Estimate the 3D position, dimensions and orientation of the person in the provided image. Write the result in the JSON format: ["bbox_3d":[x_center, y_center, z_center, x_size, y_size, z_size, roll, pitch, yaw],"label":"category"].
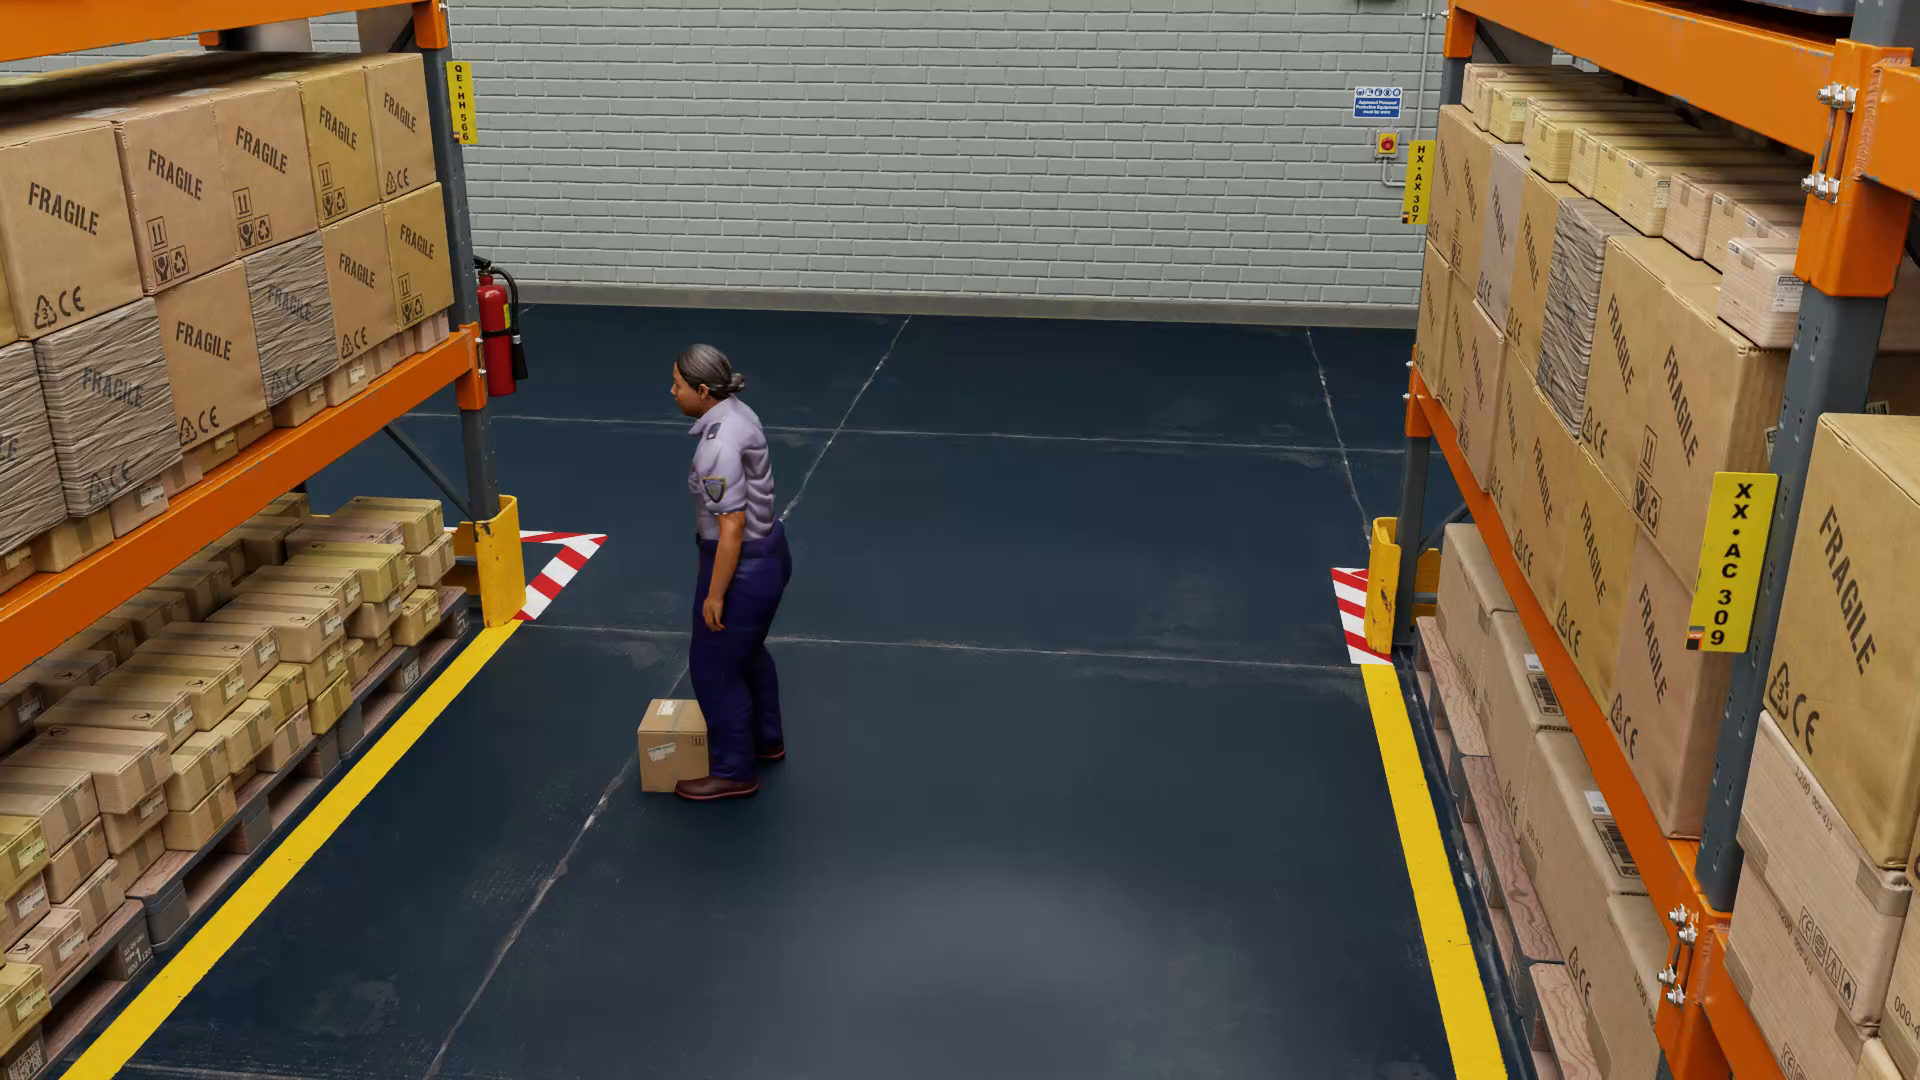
[{"bbox_3d":[-0.812,0.116,5.815,0.423,1.637,0.564,1,21,3],"label":"person"}]
